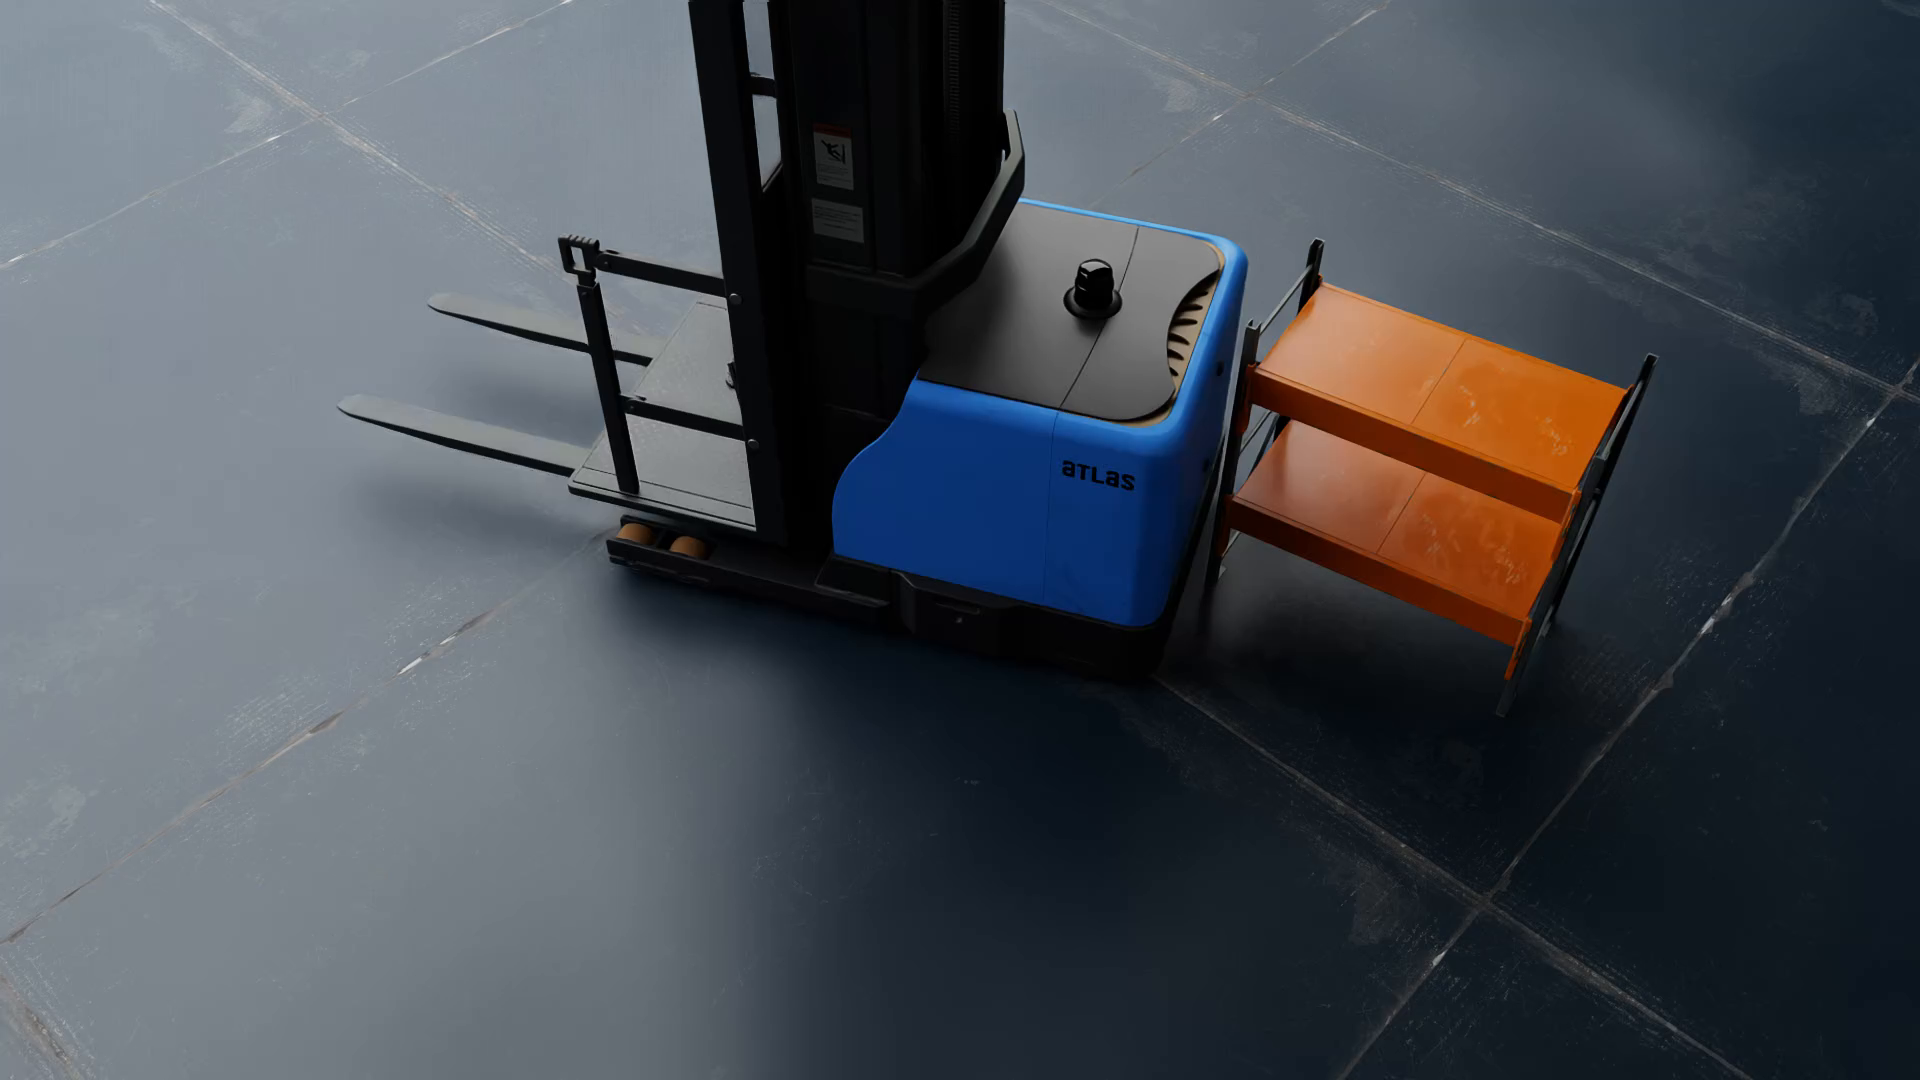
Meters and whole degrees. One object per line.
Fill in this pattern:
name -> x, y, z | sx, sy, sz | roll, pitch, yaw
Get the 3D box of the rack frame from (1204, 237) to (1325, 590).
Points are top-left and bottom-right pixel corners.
rack frame -> 0.967, -0.378, 5.334 | 0.032, 1.125, 0.500 | 24, 51, 21

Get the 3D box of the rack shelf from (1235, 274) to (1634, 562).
rack shelf -> 1.398, -0.382, 4.936 | 1.000, 0.278, 0.538 | 24, 51, 21

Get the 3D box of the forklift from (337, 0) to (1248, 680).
forklift -> -0.668, -1.204, 4.870 | 3.031, 2.935, 1.130 | 14, 48, 12

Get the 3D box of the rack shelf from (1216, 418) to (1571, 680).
rack shelf -> 1.398, -0.015, 5.327 | 1.000, 0.278, 0.538 | 24, 51, 21

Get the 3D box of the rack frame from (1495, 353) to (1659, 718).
rack frame -> 1.829, 0.014, 4.965 | 0.032, 1.125, 0.500 | 24, 51, 21

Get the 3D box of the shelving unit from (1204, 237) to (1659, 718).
shelving unit -> 1.398, -0.182, 5.149 | 1.048, 1.125, 0.538 | 24, 51, 21
